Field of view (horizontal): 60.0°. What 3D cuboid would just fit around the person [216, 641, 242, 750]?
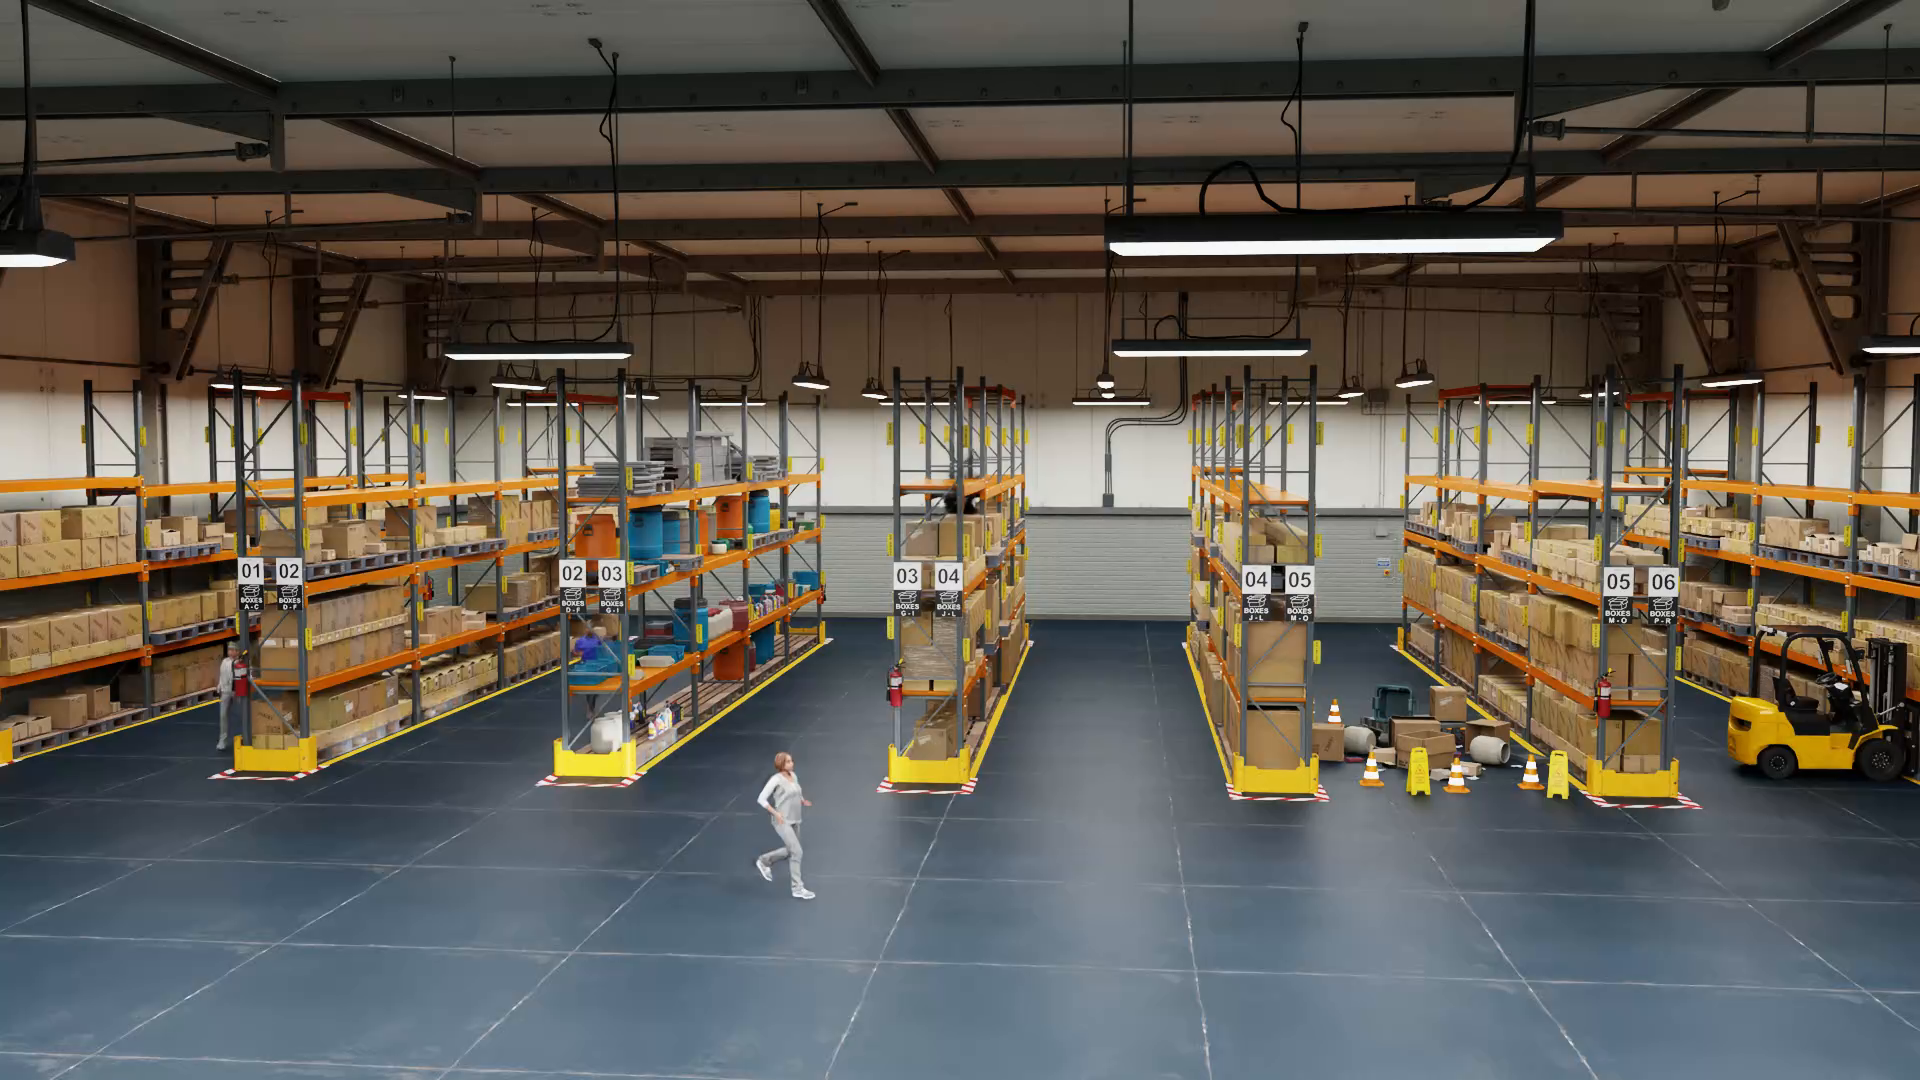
[{"bbox_3d":[-11.700,2.464,26.791,0.613,1.690,0.920,0,4,4],"label":"person"}]

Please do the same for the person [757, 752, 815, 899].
[{"bbox_3d":[-1.924,3.086,18.124,0.805,1.568,0.548,2,4,29],"label":"person"}]

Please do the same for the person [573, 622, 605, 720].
[{"bbox_3d":[-6.613,2.313,29.686,0.570,1.666,0.850,0,4,1],"label":"person"}]
